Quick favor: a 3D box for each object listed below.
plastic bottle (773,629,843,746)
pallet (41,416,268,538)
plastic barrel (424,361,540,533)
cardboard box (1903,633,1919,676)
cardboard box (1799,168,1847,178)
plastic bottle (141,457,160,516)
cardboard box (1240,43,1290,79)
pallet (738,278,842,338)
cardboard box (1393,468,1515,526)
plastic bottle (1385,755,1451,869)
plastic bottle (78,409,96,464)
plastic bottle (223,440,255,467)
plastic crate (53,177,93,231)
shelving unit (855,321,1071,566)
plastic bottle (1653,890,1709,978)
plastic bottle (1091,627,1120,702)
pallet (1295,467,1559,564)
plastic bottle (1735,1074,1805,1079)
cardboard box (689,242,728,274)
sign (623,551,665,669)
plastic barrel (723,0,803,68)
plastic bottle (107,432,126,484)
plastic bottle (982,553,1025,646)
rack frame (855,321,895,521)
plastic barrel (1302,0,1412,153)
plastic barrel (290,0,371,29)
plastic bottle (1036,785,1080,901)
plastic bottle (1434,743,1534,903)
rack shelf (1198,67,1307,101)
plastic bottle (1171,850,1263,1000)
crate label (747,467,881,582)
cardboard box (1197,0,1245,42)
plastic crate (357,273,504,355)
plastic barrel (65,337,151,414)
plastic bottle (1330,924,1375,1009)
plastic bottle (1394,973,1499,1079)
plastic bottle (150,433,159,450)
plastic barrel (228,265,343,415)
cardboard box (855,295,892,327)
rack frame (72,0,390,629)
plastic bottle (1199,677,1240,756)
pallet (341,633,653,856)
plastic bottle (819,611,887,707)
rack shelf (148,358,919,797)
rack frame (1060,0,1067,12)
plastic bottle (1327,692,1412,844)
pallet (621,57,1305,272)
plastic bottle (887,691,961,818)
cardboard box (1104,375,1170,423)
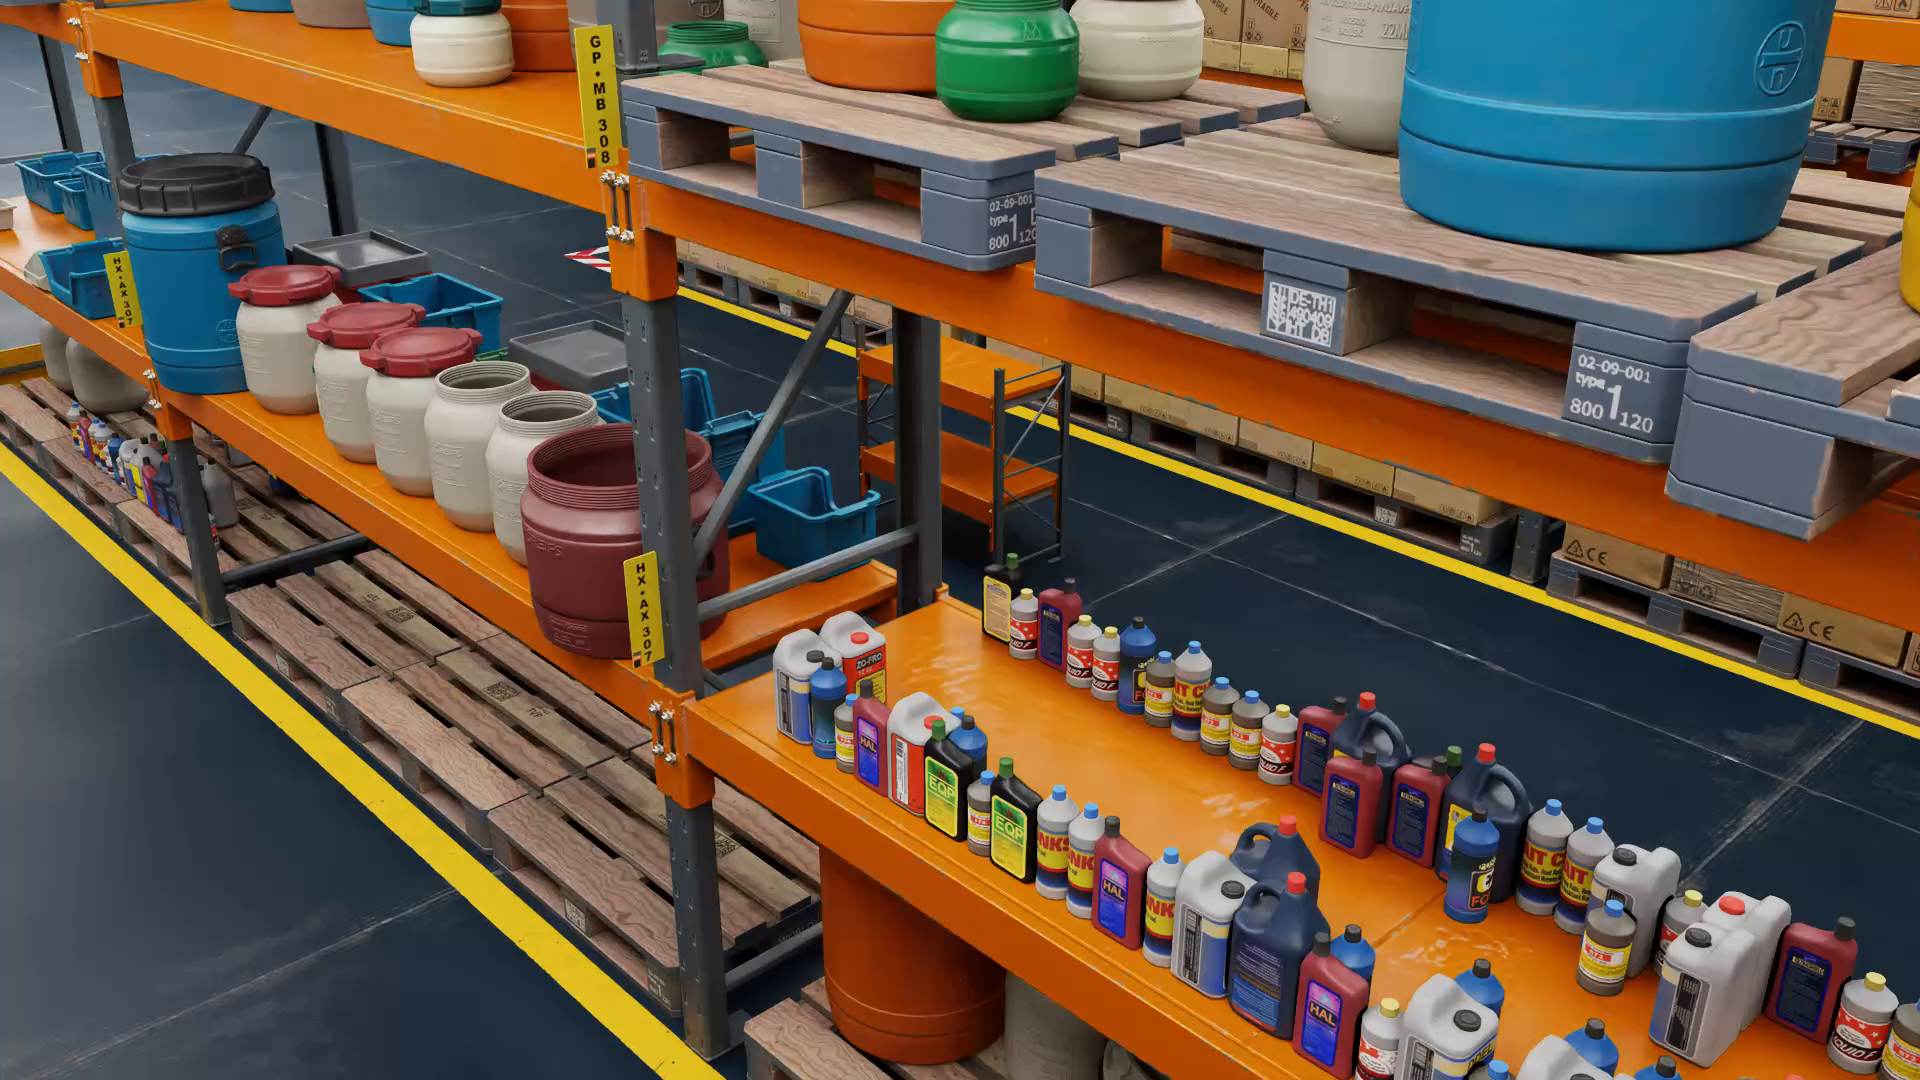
[{"bbox_3d":[-0.401,0.387,4.438,0.152,0.276,0.135,-21,32,-38],"label":"plastic bottle"},{"bbox_3d":[-4.461,-0.421,9.418,1.003,0.211,1.213,-21,32,-38],"label":"pallet"},{"bbox_3d":[-1.607,-0.322,5.707,0.421,0.512,0.421,0,25,0],"label":"plastic barrel"},{"bbox_3d":[4.322,0.327,6.902,0.500,0.500,0.500,22,33,40],"label":"cardboard box"},{"bbox_3d":[3.670,-1.374,7.522,0.500,0.500,0.700,12,27,25],"label":"cardboard box"},{"bbox_3d":[-4.118,-0.278,8.488,0.061,0.283,0.133,-19,30,-35],"label":"plastic bottle"},{"bbox_3d":[2.803,-4.215,14.531,0.500,0.250,0.500,-21,32,-39],"label":"cardboard box"},{"bbox_3d":[-0.927,-1.862,12.578,1.003,0.211,1.213,-21,32,-38],"label":"pallet"},{"bbox_3d":[2.620,-0.327,8.659,0.500,0.250,0.500,-20,31,-37],"label":"cardboard box"},{"bbox_3d":[1.082,0.622,3.913,0.061,0.283,0.133,-21,32,-38],"label":"plastic bottle"},{"bbox_3d":[-4.775,-0.569,9.126,0.061,0.283,0.133,-21,32,-38],"label":"plastic bottle"},{"bbox_3d":[-3.954,-0.564,9.124,0.152,0.276,0.135,-21,32,-38],"label":"plastic bottle"},{"bbox_3d":[-4.928,-1.983,9.663,0.499,0.251,0.408,-21,32,-38],"label":"plastic crate"},{"bbox_3d":[0.005,-0.510,8.512,0.538,1.125,1.048,-21,32,-38],"label":"shelving unit"},{"bbox_3d":[1.543,0.838,3.538,0.097,0.201,0.097,0,25,0],"label":"plastic bottle"},{"bbox_3d":[0.417,0.339,4.632,0.097,0.201,0.097,0,25,0],"label":"plastic bottle"},{"bbox_3d":[2.624,-0.288,9.128,1.003,0.211,1.213,-21,32,-38],"label":"pallet"},{"bbox_3d":[1.385,1.059,2.874,0.144,0.351,0.185,-21,32,-38],"label":"plastic bottle"},{"bbox_3d":[-1.762,-2.284,12.950,0.500,0.250,0.500,-21,32,-38],"label":"cardboard box"},{"bbox_3d":[-0.857,0.191,4.520,0.100,0.325,0.005,-21,32,-38],"label":"sign"},{"bbox_3d":[-0.449,-1.489,4.651,0.421,0.512,0.421,0,25,0],"label":"plastic barrel"},{"bbox_3d":[-4.476,-0.442,8.862,0.097,0.271,0.097,0,25,0],"label":"plastic bottle"},{"bbox_3d":[0.127,0.162,4.921,0.061,0.283,0.133,-21,32,-38],"label":"plastic bottle"},{"bbox_3d":[-0.343,-0.664,8.850,0.500,1.125,0.032,-21,32,-38],"label":"rack frame"},{"bbox_3d":[0.861,-1.016,3.079,0.433,0.535,0.433,0,25,0],"label":"plastic barrel"},{"bbox_3d":[-2.241,-2.407,6.193,0.600,0.901,0.600,0,25,0],"label":"plastic barrel"},{"bbox_3d":[0.224,0.682,3.796,0.097,0.271,0.097,0,25,0],"label":"plastic bottle"},{"bbox_3d":[1.204,0.634,3.805,0.144,0.351,0.185,-21,32,-38],"label":"plastic bottle"},{"bbox_3d":[2.670,-4.193,15.195,1.077,0.370,4.000,-21,32,-38],"label":"rack shelf"},{"bbox_3d":[0.547,0.807,3.517,0.152,0.276,0.135,-21,32,-38],"label":"plastic bottle"},{"bbox_3d":[-0.475,-0.050,5.448,0.303,0.233,0.416,-21,32,-38],"label":"crate label"},{"bbox_3d":[2.451,-4.715,14.724,0.500,0.500,0.500,-20,31,-37],"label":"cardboard box"},{"bbox_3d":[-2.213,-0.851,7.021,0.392,0.384,0.575,-21,32,-38],"label":"plastic crate"},{"bbox_3d":[-5.080,-1.046,9.920,0.421,0.512,0.421,0,25,0],"label":"plastic barrel"},{"bbox_3d":[0.777,0.891,3.339,0.097,0.271,0.097,0,25,0],"label":"plastic bottle"},{"bbox_3d":[0.923,0.974,3.151,0.152,0.276,0.135,-21,32,-38],"label":"plastic bottle"},{"bbox_3d":[-4.228,-0.419,8.797,0.061,0.283,0.133,-21,32,-38],"label":"plastic bottle"},{"bbox_3d":[-2.701,-0.814,6.757,0.433,0.535,0.433,0,25,0],"label":"plastic barrel"},{"bbox_3d":[-0.387,-1.681,11.628,0.500,0.250,0.500,-21,32,-38],"label":"cardboard box"},{"bbox_3d":[-3.195,-1.104,7.557,1.000,3.000,0.127,-21,32,-38],"label":"rack frame"},{"bbox_3d":[0.683,0.457,4.374,0.097,0.201,0.097,0,25,0],"label":"plastic bottle"},{"bbox_3d":[-1.791,0.761,6.828,1.003,0.211,1.213,-21,32,-38],"label":"pallet"},{"bbox_3d":[-0.290,0.344,4.532,0.152,0.276,0.135,-21,32,-38],"label":"plastic bottle"},{"bbox_3d":[-1.828,-0.171,6.378,1.077,0.370,4.000,-21,32,-38],"label":"rack shelf"},{"bbox_3d":[1.303,-5.127,16.374,1.000,3.000,0.127,-21,32,-38],"label":"rack frame"},{"bbox_3d":[0.987,0.538,4.017,0.144,0.351,0.185,-21,32,-38],"label":"plastic bottle"},{"bbox_3d":[-0.009,-0.912,3.748,1.003,0.211,1.213,-21,32,-38],"label":"pallet"},{"bbox_3d":[-0.084,0.527,4.130,0.152,0.276,0.135,-21,32,-38],"label":"plastic bottle"},{"bbox_3d":[1.223,-0.945,10.014,0.500,0.250,0.500,-22,33,-40],"label":"cardboard box"}]
